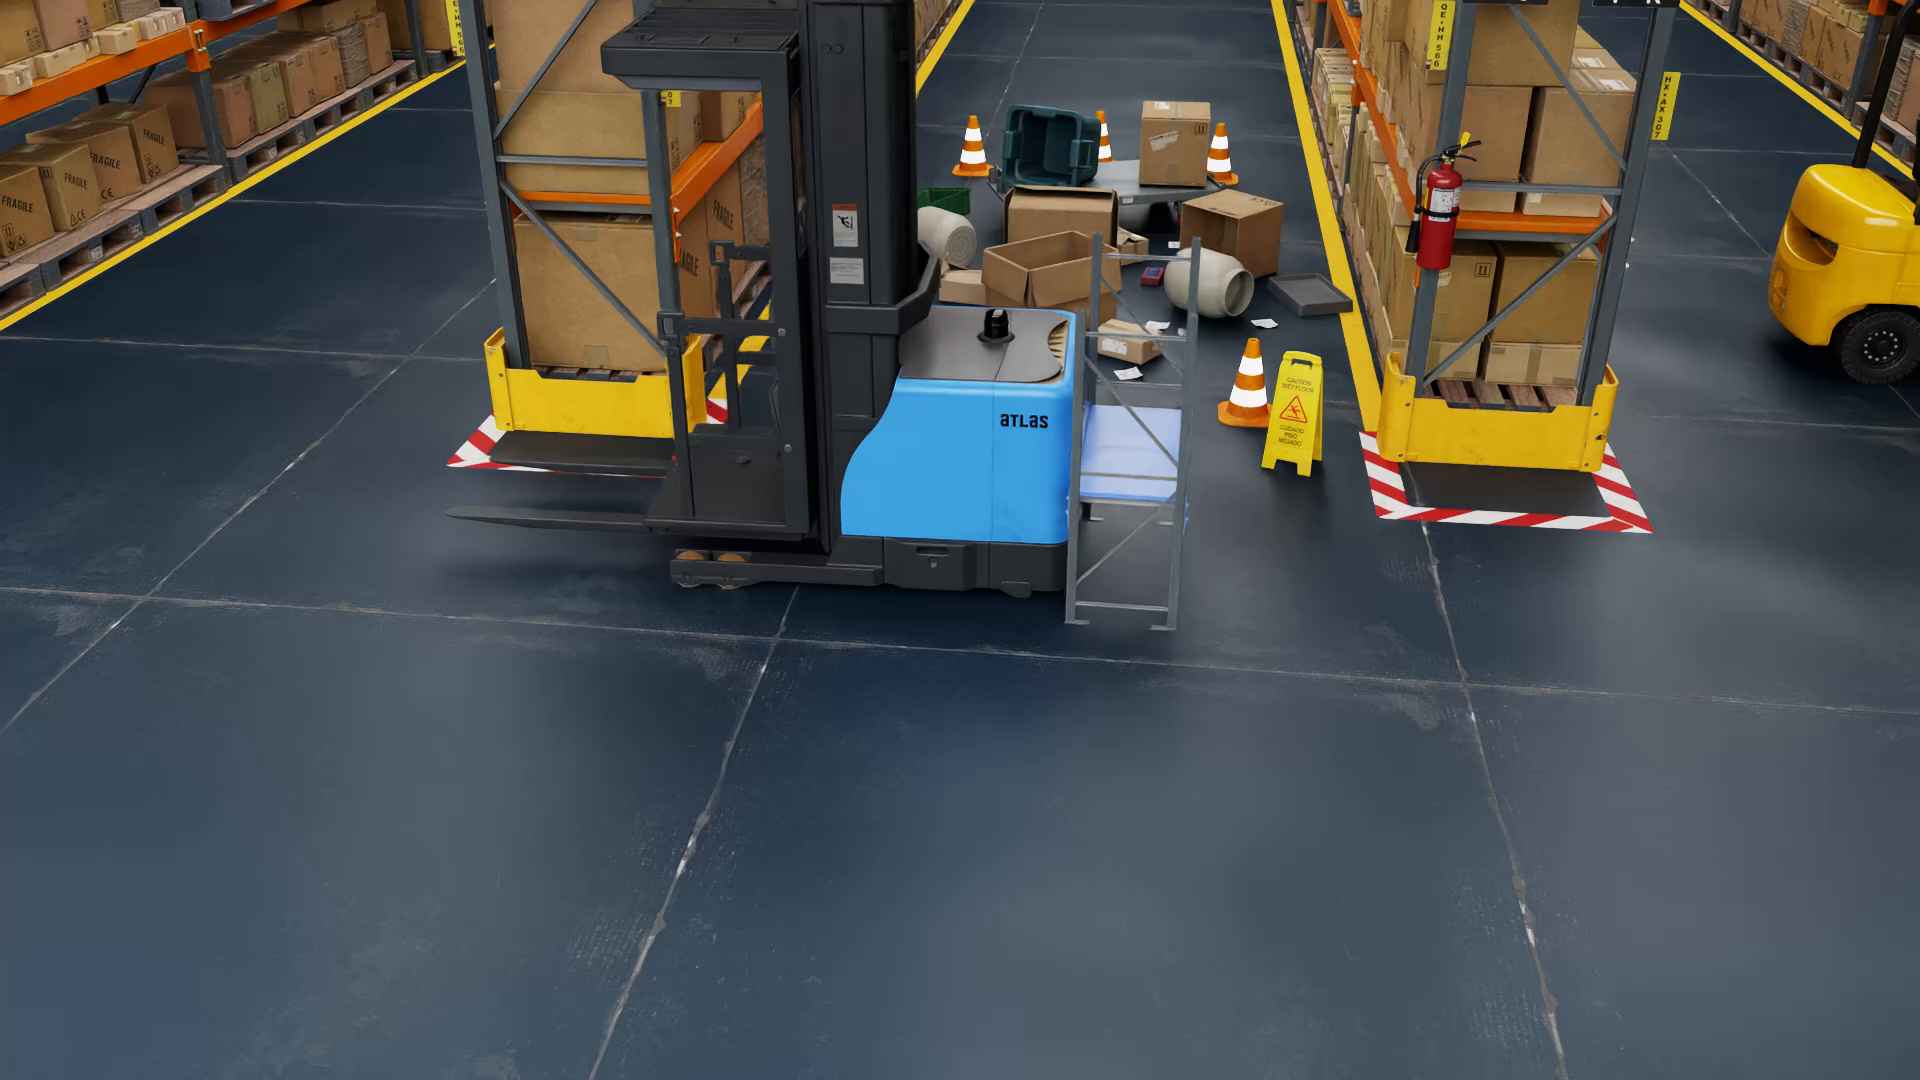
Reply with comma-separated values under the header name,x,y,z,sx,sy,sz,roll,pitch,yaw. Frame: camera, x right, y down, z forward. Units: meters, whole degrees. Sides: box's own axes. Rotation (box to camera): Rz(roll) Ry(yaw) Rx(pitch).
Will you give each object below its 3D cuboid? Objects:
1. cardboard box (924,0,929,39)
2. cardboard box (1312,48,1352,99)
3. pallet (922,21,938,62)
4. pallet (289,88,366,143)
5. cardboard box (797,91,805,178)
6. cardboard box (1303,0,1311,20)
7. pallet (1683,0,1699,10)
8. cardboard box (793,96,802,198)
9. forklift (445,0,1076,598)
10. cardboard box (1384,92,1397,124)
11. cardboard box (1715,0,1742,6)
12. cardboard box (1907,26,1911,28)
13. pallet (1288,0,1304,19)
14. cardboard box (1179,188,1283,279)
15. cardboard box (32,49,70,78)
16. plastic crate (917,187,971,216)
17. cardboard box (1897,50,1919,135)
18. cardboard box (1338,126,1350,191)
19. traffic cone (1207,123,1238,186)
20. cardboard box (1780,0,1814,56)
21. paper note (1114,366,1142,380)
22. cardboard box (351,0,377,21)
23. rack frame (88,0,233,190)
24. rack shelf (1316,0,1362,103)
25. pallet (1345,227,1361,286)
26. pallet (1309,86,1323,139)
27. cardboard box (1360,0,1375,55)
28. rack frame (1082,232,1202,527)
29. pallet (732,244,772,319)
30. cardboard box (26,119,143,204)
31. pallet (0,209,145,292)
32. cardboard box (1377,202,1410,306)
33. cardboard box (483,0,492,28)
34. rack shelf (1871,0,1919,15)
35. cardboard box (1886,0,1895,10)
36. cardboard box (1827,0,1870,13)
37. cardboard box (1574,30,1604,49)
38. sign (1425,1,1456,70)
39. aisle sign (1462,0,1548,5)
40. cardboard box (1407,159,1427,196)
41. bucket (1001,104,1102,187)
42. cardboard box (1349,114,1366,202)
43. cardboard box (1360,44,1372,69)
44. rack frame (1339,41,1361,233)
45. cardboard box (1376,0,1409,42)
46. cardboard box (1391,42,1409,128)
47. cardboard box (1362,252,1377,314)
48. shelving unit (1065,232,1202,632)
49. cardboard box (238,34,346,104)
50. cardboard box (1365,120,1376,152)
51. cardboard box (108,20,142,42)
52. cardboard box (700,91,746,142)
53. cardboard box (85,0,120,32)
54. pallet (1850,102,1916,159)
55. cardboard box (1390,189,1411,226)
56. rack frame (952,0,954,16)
name,x,y,z,sx,sy,sz,roll,pitch,yaw
cardboard box,-0.604,-5.649,17.766,0.500,0.500,0.500,3,28,5
cardboard box,3.785,-4.290,15.379,0.950,0.372,0.625,1,28,3
pallet,-0.811,-5.481,18.200,1.003,0.211,1.213,3,28,6
pallet,-6.220,-3.936,15.333,1.003,0.211,1.213,3,28,6
cardboard box,-1.564,-3.377,13.285,1.050,0.750,0.750,3,28,6
cardboard box,4.358,-6.364,18.697,0.875,0.875,0.875,4,29,8
pallet,9.514,-6.795,20.641,1.003,0.211,1.213,3,28,6
cardboard box,-1.697,-2.842,12.161,0.875,0.875,0.875,4,29,7
forklift,-0.944,-1.304,7.580,3.031,2.935,1.130,3,28,5
cardboard box,2.848,-2.683,10.332,0.380,0.149,0.250,3,28,6
cardboard box,9.058,-6.333,19.406,0.380,0.149,0.250,3,28,5
cardboard box,9.201,-4.737,16.074,0.500,0.500,0.500,3,29,6
pallet,4.526,-6.536,20.160,1.003,0.211,1.213,3,28,6
cardboard box,1.893,-2.120,11.656,0.500,0.500,0.500,-24,36,-37
cardboard box,-6.394,-3.287,11.453,0.380,0.149,0.250,3,28,6
plastic crate,-0.272,-2.514,12.659,0.450,0.188,0.662,9,28,37
cardboard box,8.629,-3.780,14.164,0.875,0.625,0.625,4,29,8
cardboard box,3.436,-2.920,12.835,0.950,0.372,0.625,4,29,7
traffic cone,2.137,-3.193,13.689,0.336,0.463,0.334,3,28,6
cardboard box,8.808,-5.264,17.051,0.500,0.500,0.500,2,28,4
paper note,1.025,-1.016,10.103,0.148,0.019,0.142,-6,29,-11
cardboard box,-6.023,-5.210,16.139,0.500,0.250,0.500,4,29,8
rack frame,-6.461,-4.221,12.922,1.000,3.000,0.127,3,28,6
rack shelf,3.620,-4.270,13.771,1.077,0.370,4.000,3,28,6
pallet,3.327,-2.099,11.924,1.003,0.211,1.213,3,28,6
pallet,3.767,-3.932,15.327,1.003,0.211,1.213,3,28,6
cardboard box,3.044,-3.629,11.404,0.500,0.500,0.500,3,28,6
rack frame,0.867,-0.749,8.059,0.500,1.500,0.032,4,29,7
pallet,-1.868,-1.728,11.235,1.003,0.211,1.213,3,28,6
cardboard box,-6.612,-2.849,12.569,0.500,0.500,0.500,13,31,22
pallet,-6.655,-2.099,11.924,1.003,0.211,1.213,3,28,6
cardboard box,2.784,-1.705,9.917,0.500,0.500,0.500,4,29,8
cardboard box,-5.749,-6.096,18.200,1.225,0.875,0.875,3,29,6
rack shelf,8.546,-3.983,13.239,1.077,0.370,4.000,3,28,6
cardboard box,9.300,-5.206,16.260,0.380,0.149,0.250,2,28,4
cardboard box,8.757,-5.231,16.307,0.380,0.149,0.250,4,29,8
cardboard box,3.339,-2.628,9.546,0.500,0.500,0.500,3,28,5
sign,2.336,-2.453,8.086,0.100,0.325,0.005,3,28,6
aisle sign,2.589,-2.894,7.719,0.394,0.787,0.004,3,28,6
cardboard box,2.639,-1.966,9.001,0.380,0.149,0.250,3,28,6
bucket,0.721,-2.915,12.347,0.726,0.611,0.620,14,21,24
cardboard box,3.034,-2.687,11.741,0.500,0.500,0.500,5,29,9
cardboard box,3.018,-3.405,11.672,0.380,0.149,0.250,3,28,6
rack frame,3.375,-3.645,11.853,1.000,3.000,0.127,3,28,6
cardboard box,2.760,-3.114,9.395,0.700,0.500,0.500,3,28,6
cardboard box,2.808,-2.679,9.641,0.500,0.500,0.500,3,28,6
cardboard box,2.846,-1.623,10.555,0.500,0.250,0.500,2,28,4
shelving unit,0.797,-0.510,7.616,0.538,1.500,1.048,4,29,7
cardboard box,-6.151,-4.351,15.336,0.700,0.500,0.500,6,29,10
cardboard box,2.898,-2.676,11.035,0.380,0.149,0.250,4,29,8
cardboard box,-6.326,-3.761,12.333,0.380,0.149,0.250,3,28,6
cardboard box,-1.801,-2.762,10.056,0.875,0.550,0.550,3,28,6
cardboard box,-6.674,-3.954,12.008,0.875,0.500,0.500,3,28,6
pallet,8.652,-3.628,14.762,1.003,0.211,1.213,3,28,6
cardboard box,2.702,-1.921,9.635,0.380,0.149,0.250,4,29,8
rack frame,-0.570,-7.651,19.288,1.000,3.000,0.127,3,28,6
